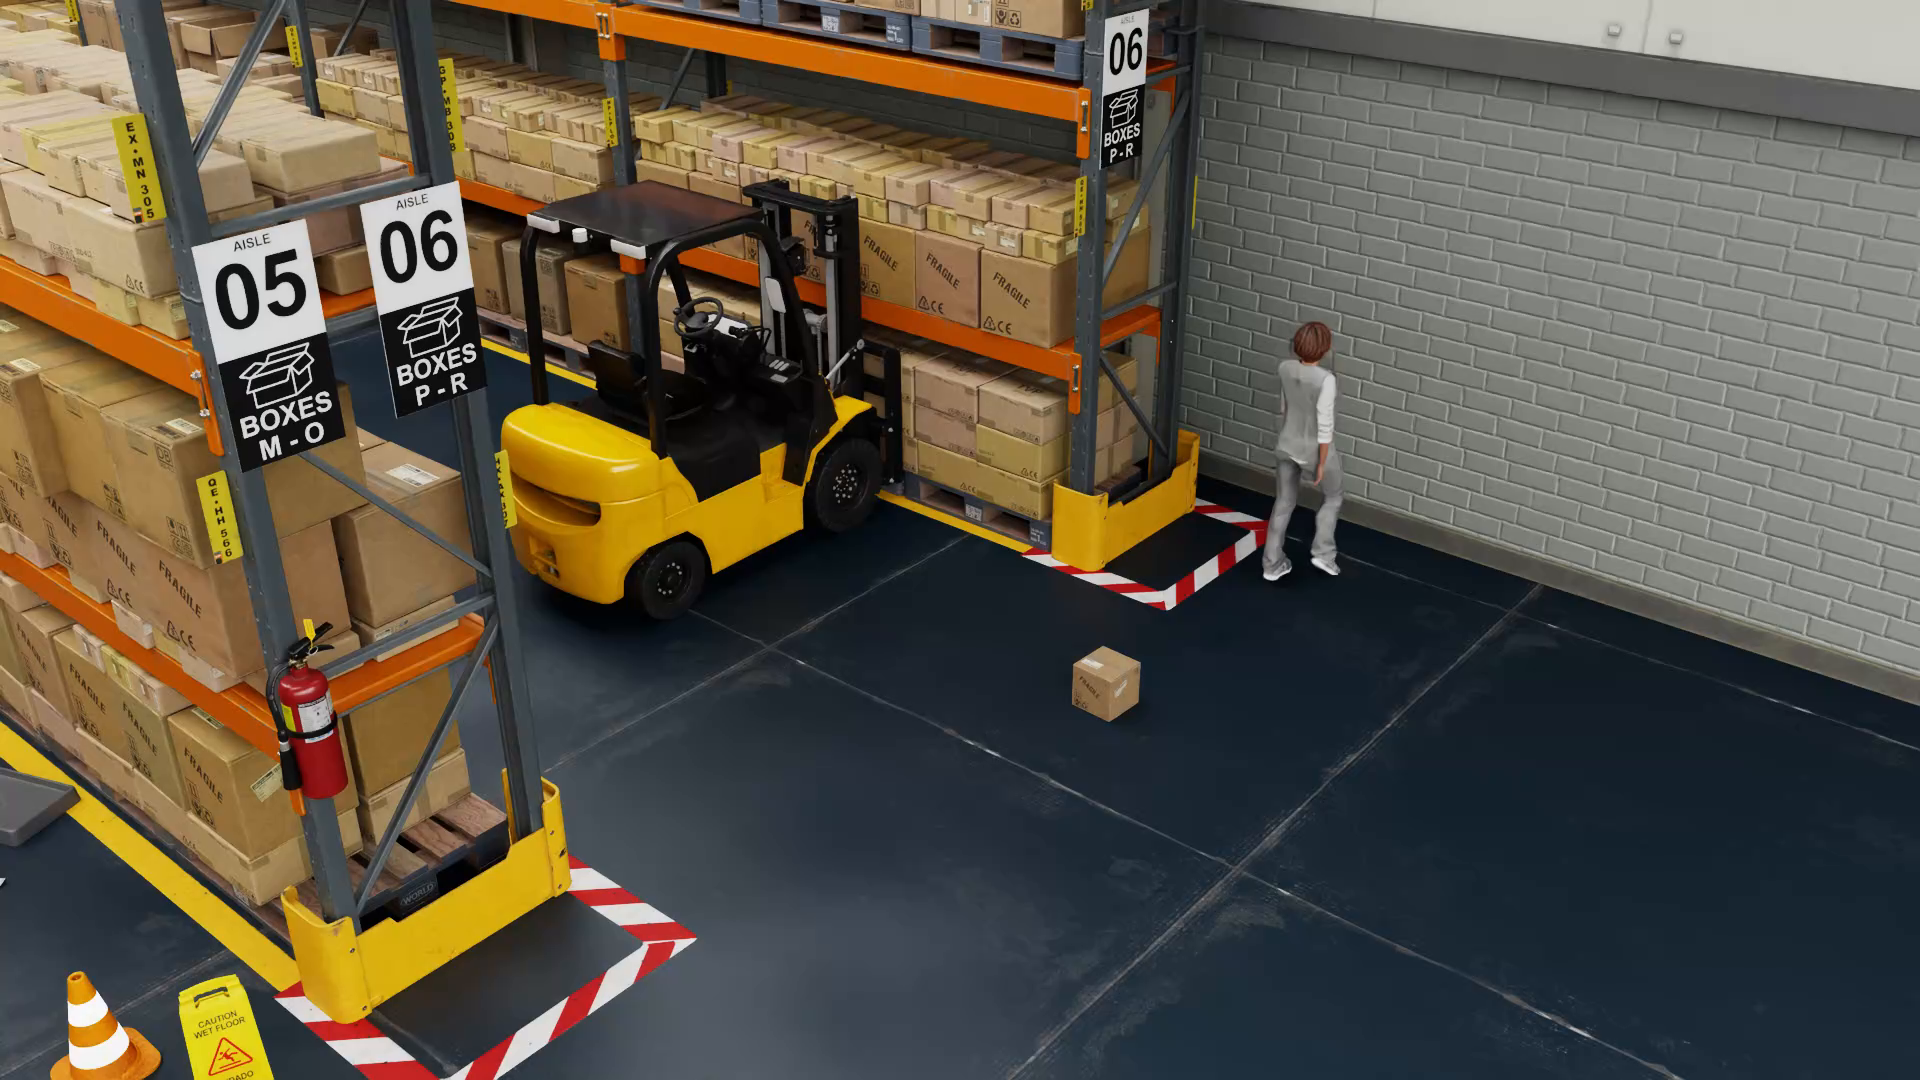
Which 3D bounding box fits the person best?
[{"bbox_3d":[1.993,-0.488,9.574,0.430,1.652,0.528,24,36,38],"label":"person"}]
